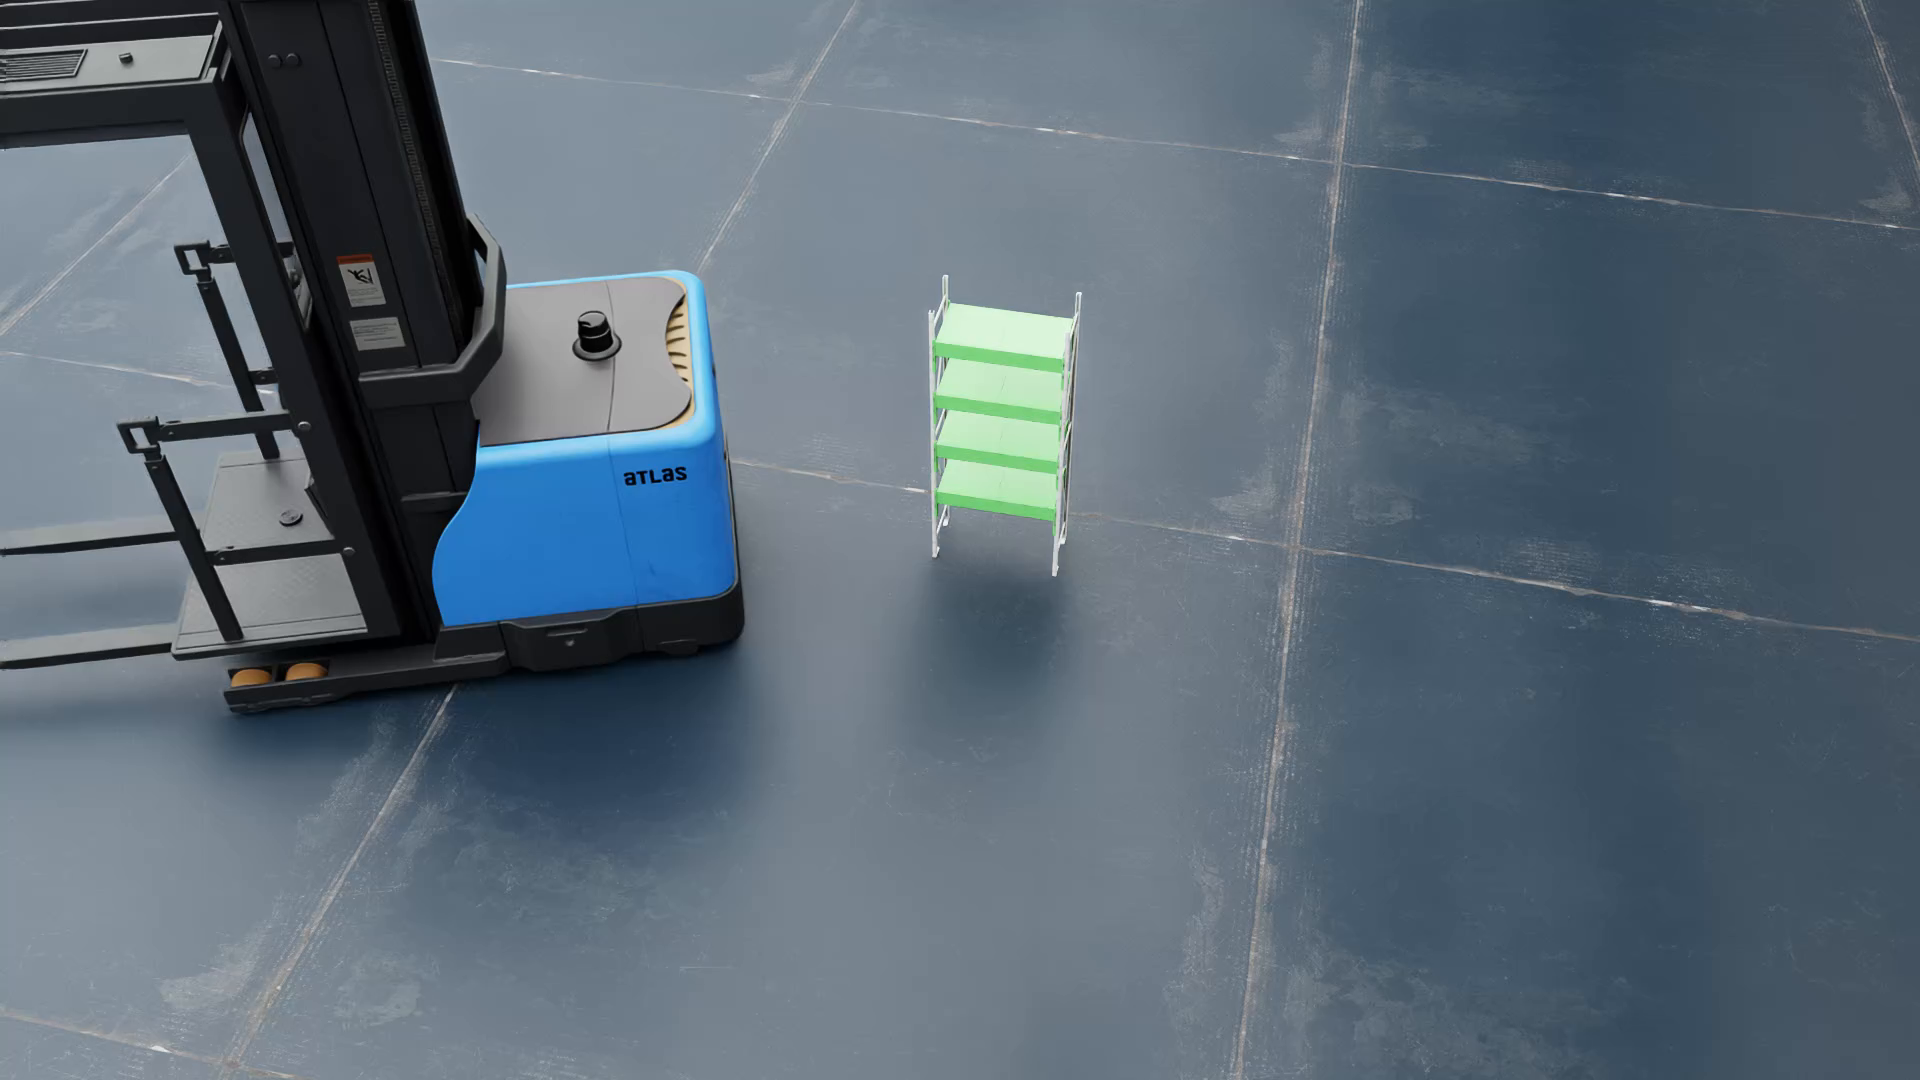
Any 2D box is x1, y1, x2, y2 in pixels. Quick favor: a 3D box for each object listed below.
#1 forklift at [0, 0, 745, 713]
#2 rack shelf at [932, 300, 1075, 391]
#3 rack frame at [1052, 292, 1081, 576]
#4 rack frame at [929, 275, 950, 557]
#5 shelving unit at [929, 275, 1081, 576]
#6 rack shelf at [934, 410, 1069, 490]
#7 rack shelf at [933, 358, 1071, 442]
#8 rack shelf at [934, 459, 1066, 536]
[{"bbox_3d":[-2.382,-0.821,5.489,3.031,2.935,1.130,-6,44,-7],"label":"forklift"},{"bbox_3d":[0.162,-0.707,6.019,0.480,0.148,0.258,9,45,9],"label":"rack shelf"},{"bbox_3d":[0.400,-0.370,6.269,0.015,1.200,0.240,9,45,9],"label":"rack frame"},{"bbox_3d":[-0.077,-0.444,6.346,0.015,1.200,0.240,9,45,9],"label":"rack frame"},{"bbox_3d":[0.162,-0.407,6.308,0.503,1.200,0.258,9,45,9],"label":"shelving unit"},{"bbox_3d":[0.162,-0.361,6.352,0.480,0.148,0.258,9,45,9],"label":"rack shelf"},{"bbox_3d":[0.162,-0.534,6.186,0.480,0.148,0.258,9,45,9],"label":"rack shelf"},{"bbox_3d":[0.162,-0.188,6.519,0.480,0.148,0.258,9,45,9],"label":"rack shelf"}]
